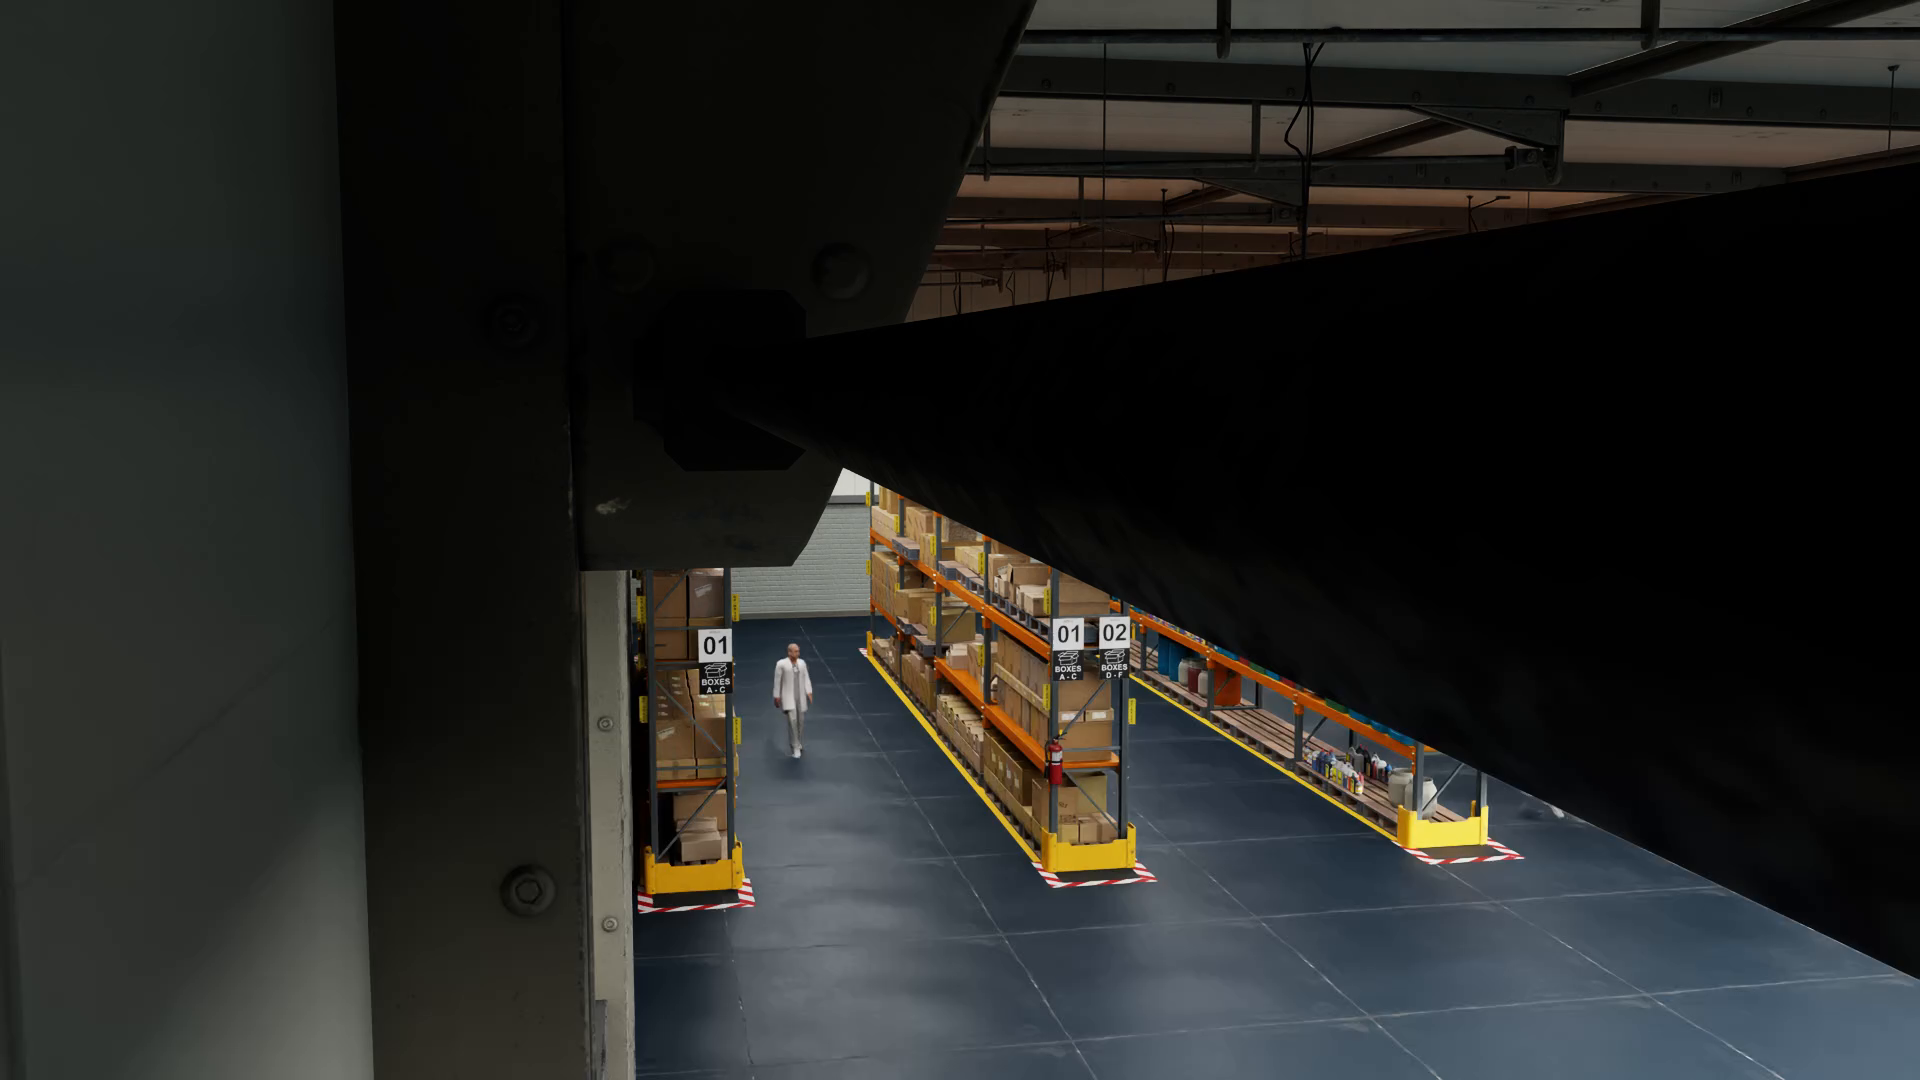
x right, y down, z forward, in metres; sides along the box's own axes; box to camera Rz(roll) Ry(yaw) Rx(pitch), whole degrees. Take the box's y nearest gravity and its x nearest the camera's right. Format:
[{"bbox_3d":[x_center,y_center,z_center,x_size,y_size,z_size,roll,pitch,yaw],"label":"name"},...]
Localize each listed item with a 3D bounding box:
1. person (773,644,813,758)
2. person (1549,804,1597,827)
[{"bbox_3d":[-2.684,2.626,27.289,0.617,1.812,0.756,-4,7,-35],"label":"person"},{"bbox_3d":[8.558,3.098,23.043,0.714,1.657,0.495,1,6,14],"label":"person"}]
